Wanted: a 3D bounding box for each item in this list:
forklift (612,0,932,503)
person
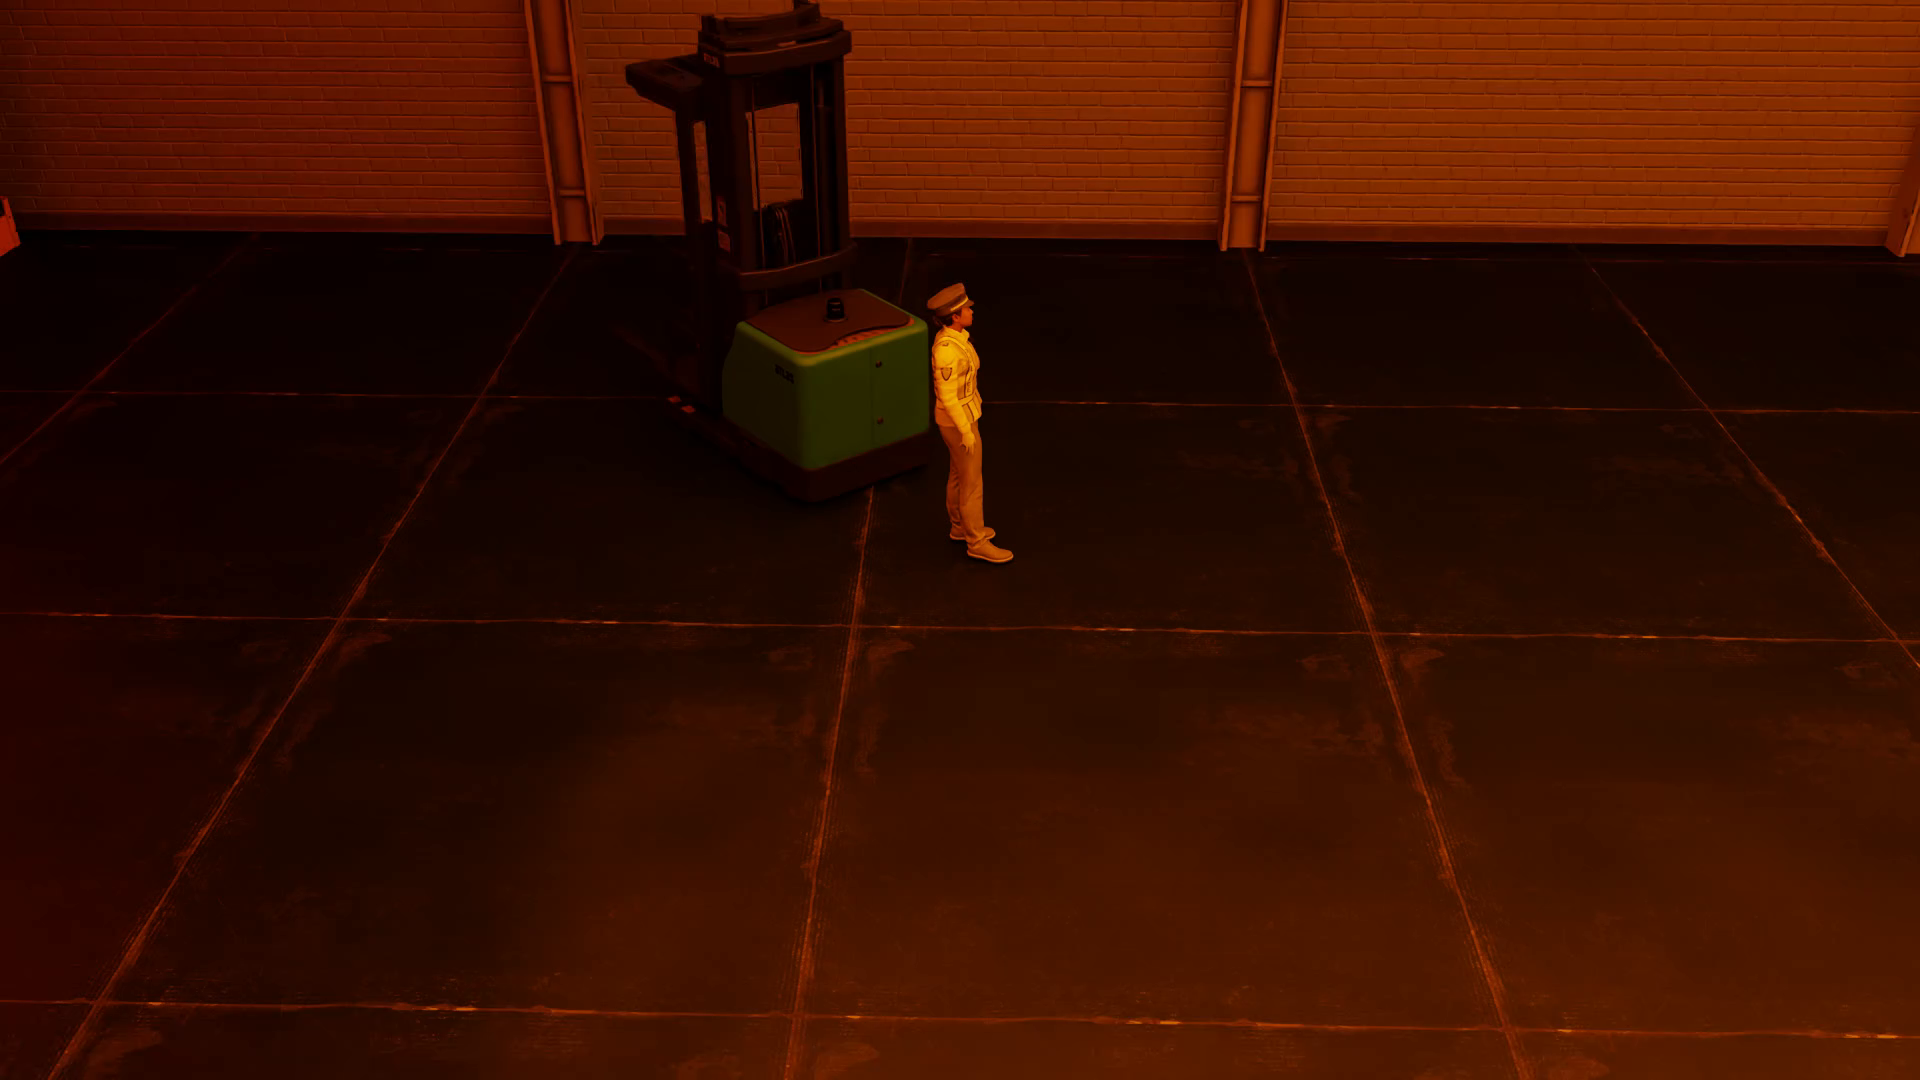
[{"bbox_3d":[-1.491,-2.191,11.329,1.130,2.935,3.031,-22,37,-32],"label":"forklift"},{"bbox_3d":[0.069,-0.732,10.059,0.529,1.694,0.587,1,31,1],"label":"person"}]
